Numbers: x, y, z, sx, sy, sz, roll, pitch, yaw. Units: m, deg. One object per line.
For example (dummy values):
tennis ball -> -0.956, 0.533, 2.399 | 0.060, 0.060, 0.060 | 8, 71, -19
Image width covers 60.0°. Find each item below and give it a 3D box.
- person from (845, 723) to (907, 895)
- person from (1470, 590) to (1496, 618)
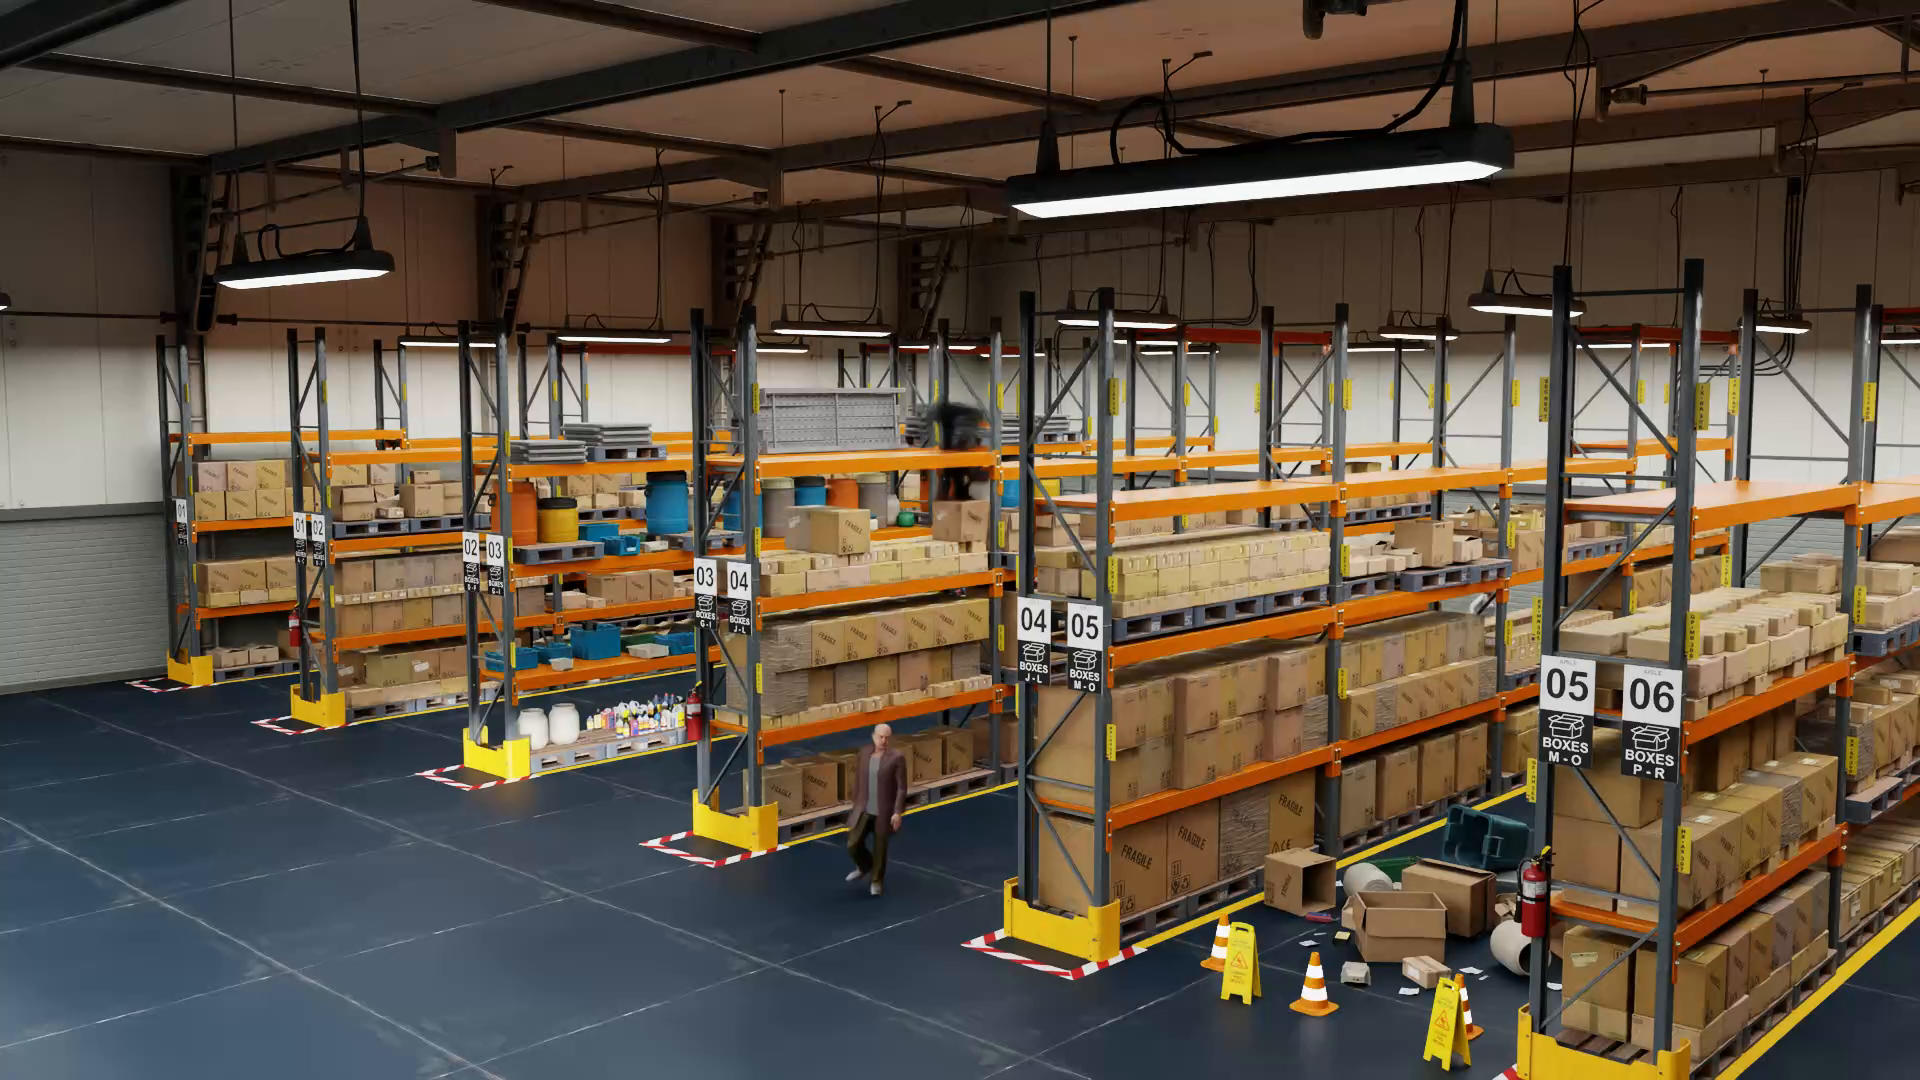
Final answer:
person -> -0.859, 2.705, 16.727 | 0.692, 1.758, 0.543 | 1, 6, 12
person -> 9.631, 1.542, 30.364 | 0.598, 1.577, 0.614 | -2, 6, -21
